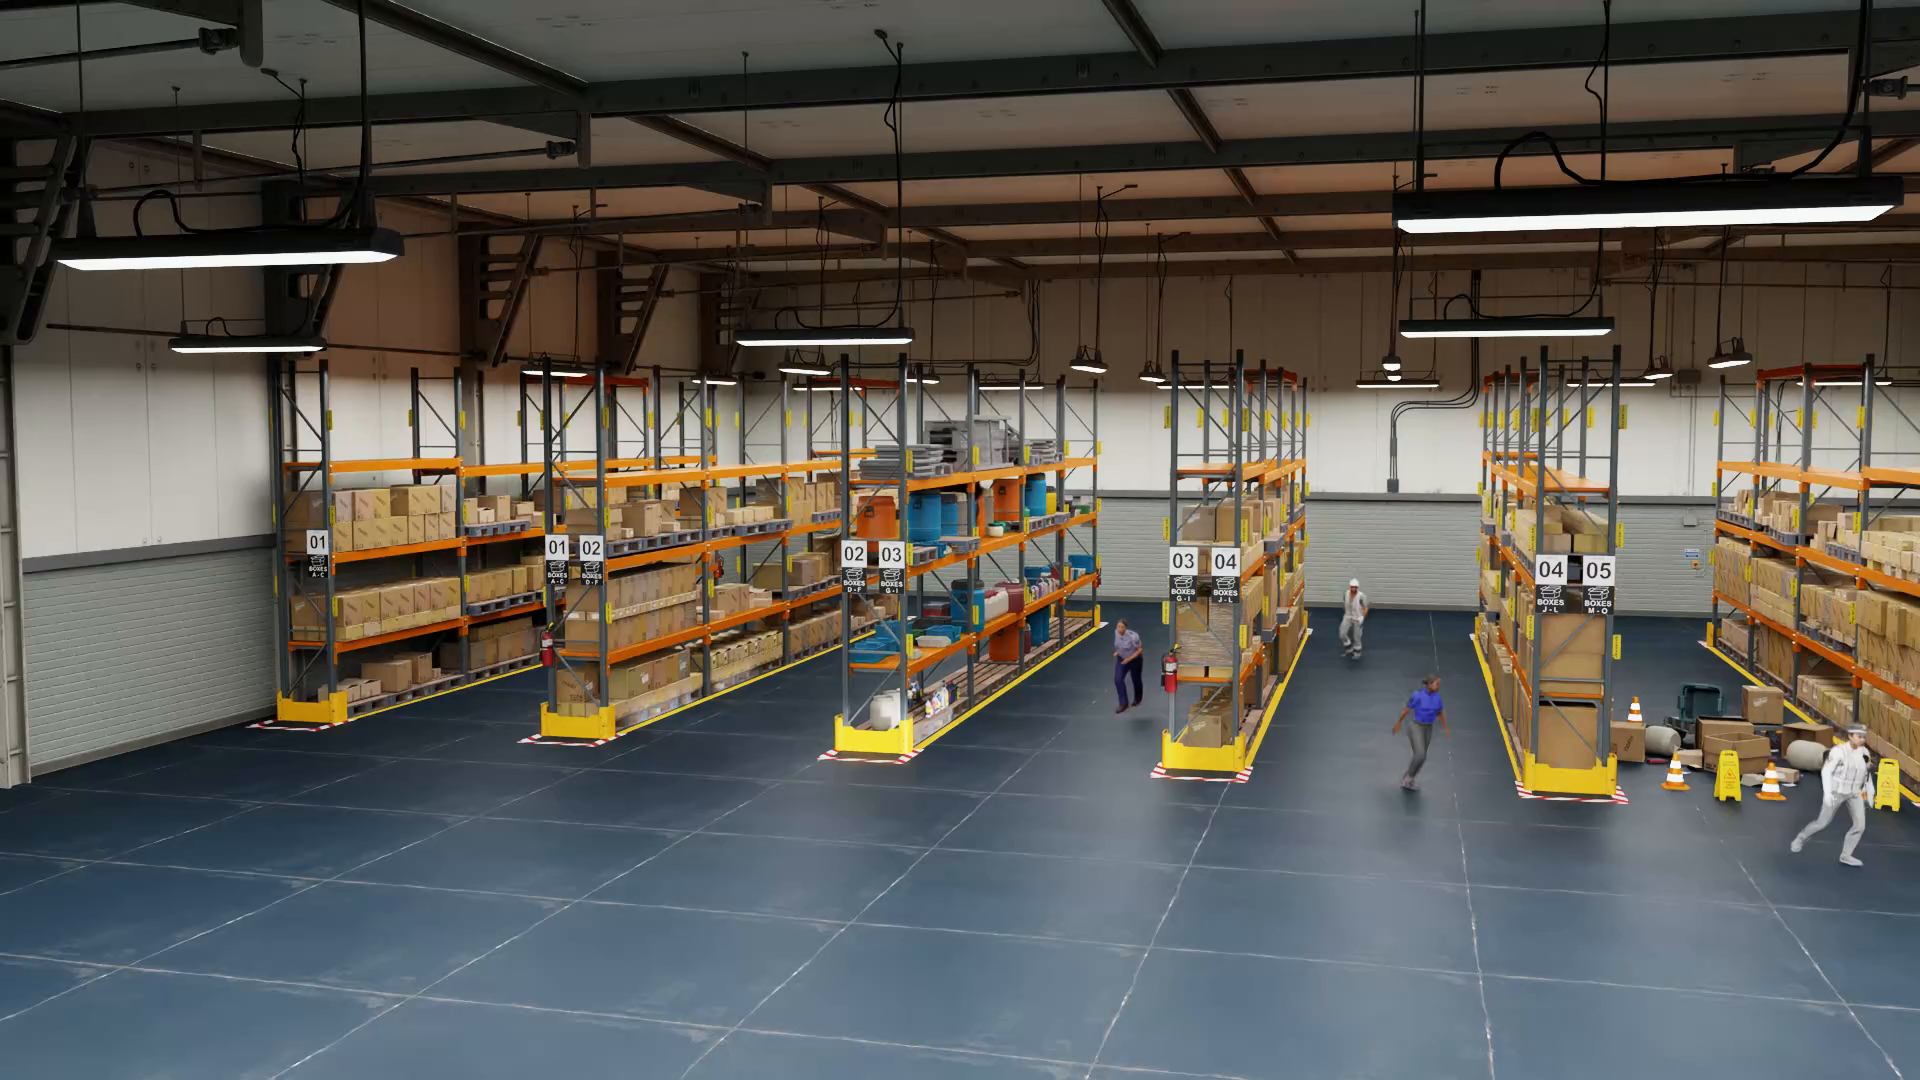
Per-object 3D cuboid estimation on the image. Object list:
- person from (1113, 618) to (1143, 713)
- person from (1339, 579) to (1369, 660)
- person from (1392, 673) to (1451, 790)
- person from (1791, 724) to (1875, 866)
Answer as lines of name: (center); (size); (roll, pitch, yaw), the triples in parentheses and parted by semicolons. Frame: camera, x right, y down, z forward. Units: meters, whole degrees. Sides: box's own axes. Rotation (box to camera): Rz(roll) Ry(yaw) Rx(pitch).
person: (2.804, 2.019, 27.256); (0.610, 1.555, 0.948); (2, 5, 31)
person: (8.167, 1.646, 34.459); (0.663, 1.720, 0.718); (3, 5, 36)
person: (6.248, 2.587, 22.465); (0.580, 1.617, 0.628); (-2, 5, -28)
person: (9.918, 2.835, 18.854); (0.723, 1.610, 0.673); (0, 4, -7)
